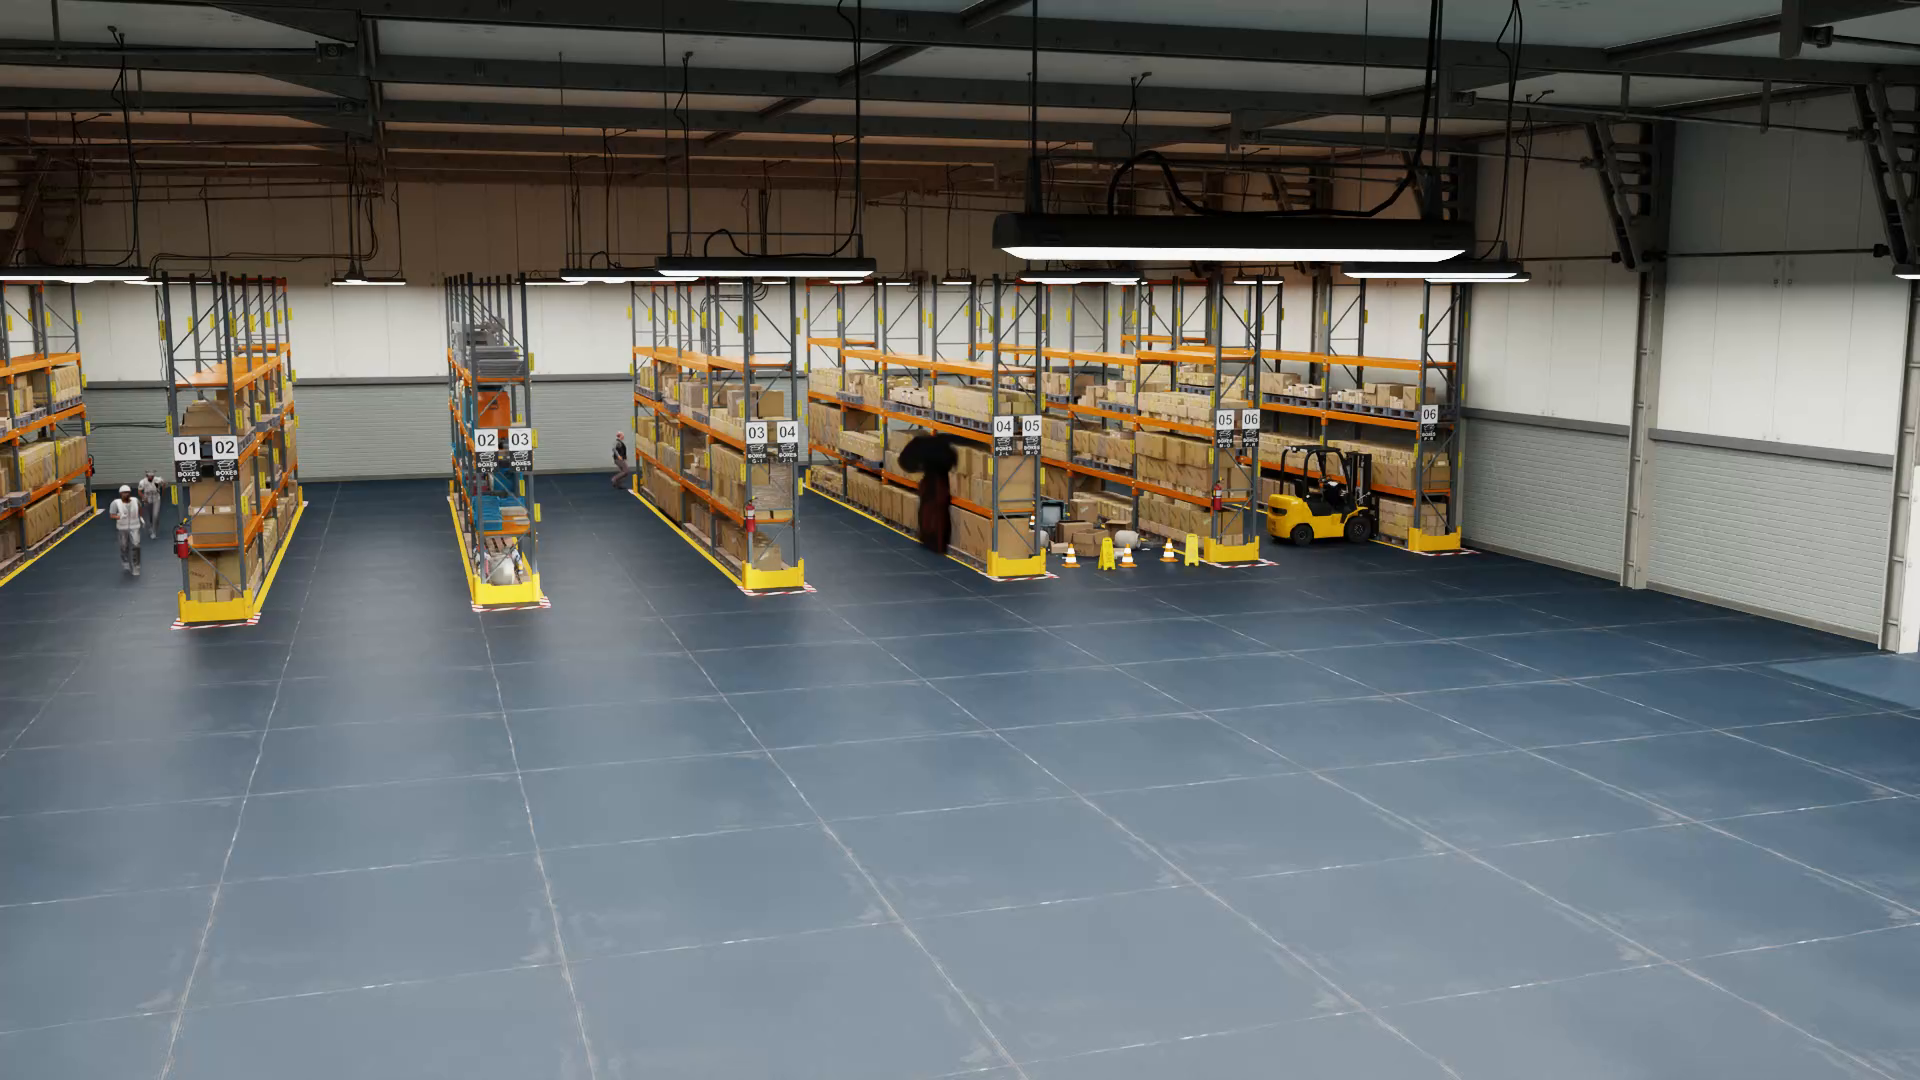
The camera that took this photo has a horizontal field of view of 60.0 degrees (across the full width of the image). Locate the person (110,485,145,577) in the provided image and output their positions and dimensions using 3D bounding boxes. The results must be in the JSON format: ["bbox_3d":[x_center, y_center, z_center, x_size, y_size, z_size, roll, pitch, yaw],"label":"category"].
[{"bbox_3d":[-16.712,-0.190,33.413,0.644,1.843,0.878,-5,10,-30],"label":"person"}]

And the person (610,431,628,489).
[{"bbox_3d":[-9.801,-2.300,47.827,0.527,1.659,0.711,-1,9,-4],"label":"person"}]

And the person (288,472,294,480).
[{"bbox_3d":[-18.371,-1.921,45.000,0.727,1.786,0.630,1,9,10],"label":"person"}]

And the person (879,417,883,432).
[{"bbox_3d":[-2.467,-2.880,51.201,0.850,1.837,0.655,-7,11,-40],"label":"person"}]

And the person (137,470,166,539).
[{"bbox_3d":[-18.786,-0.867,38.681,0.597,1.630,0.966,-5,10,-29],"label":"person"}]
